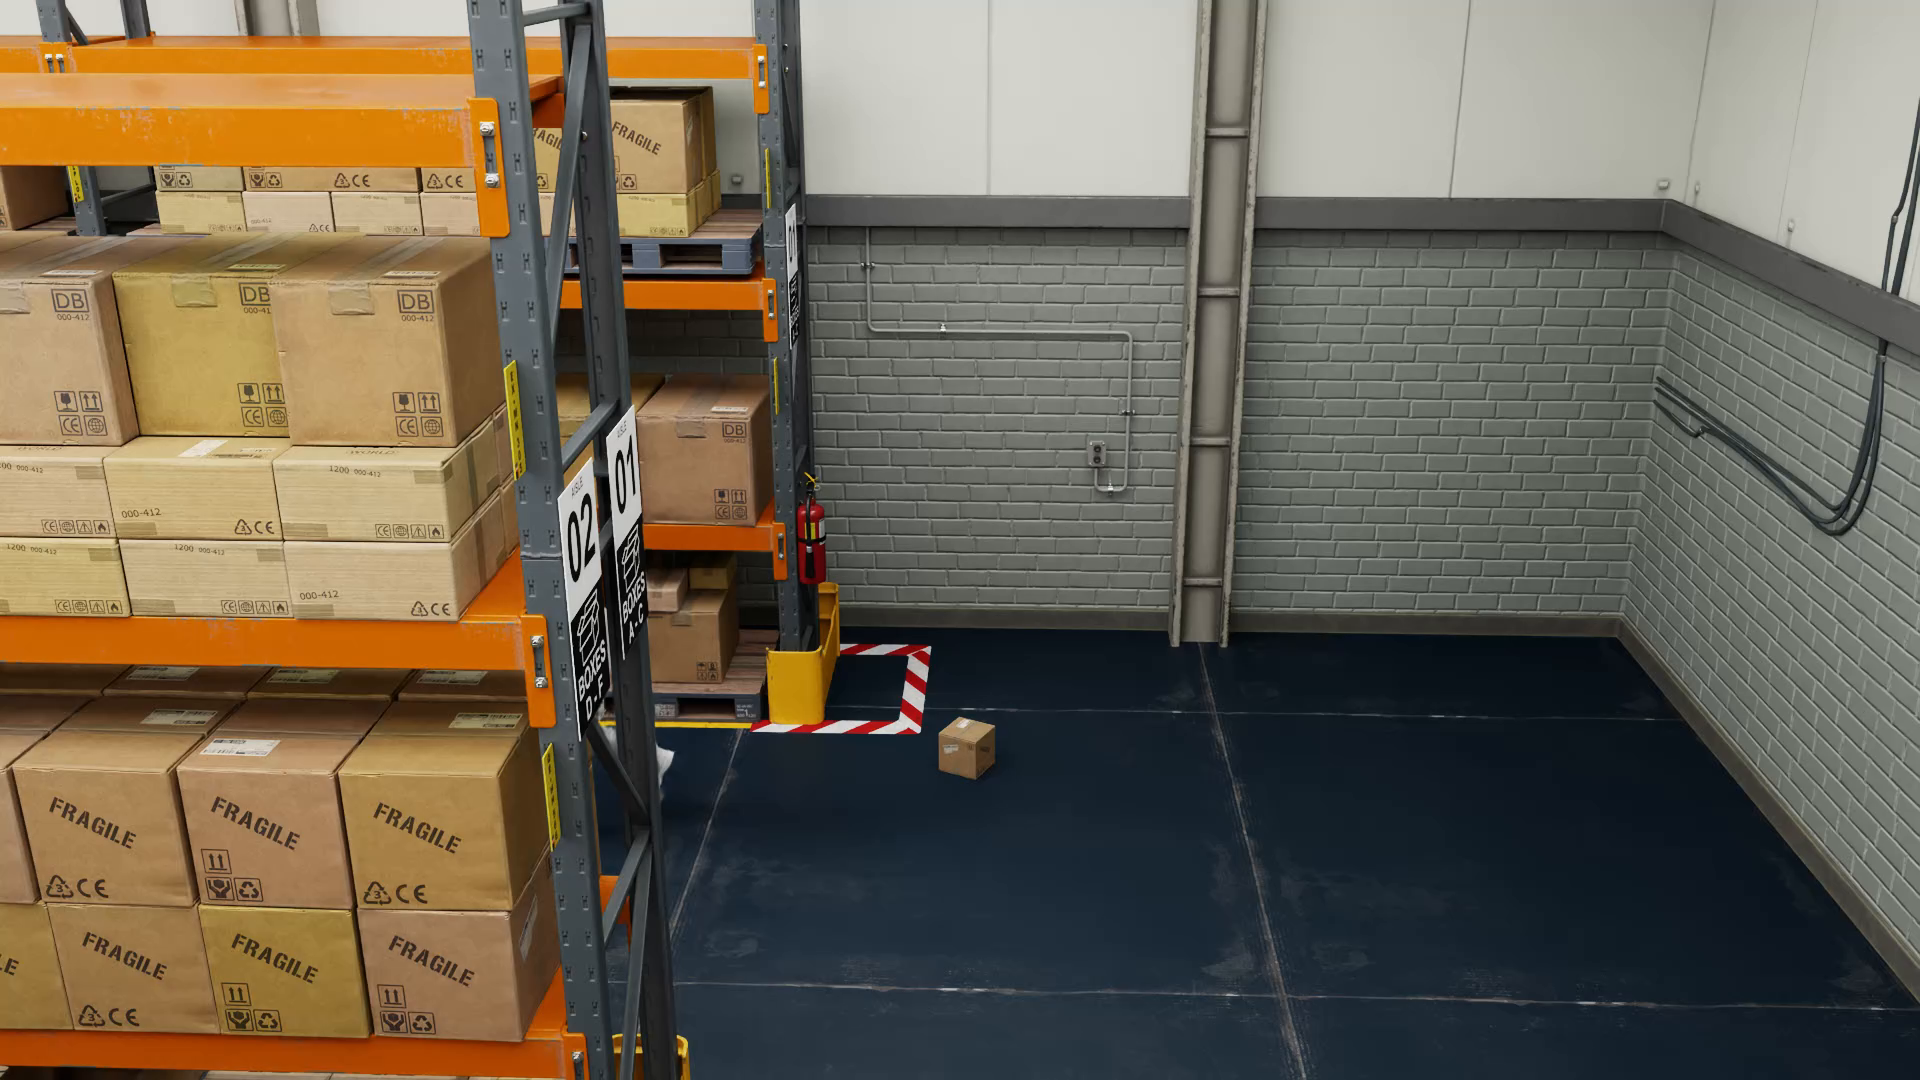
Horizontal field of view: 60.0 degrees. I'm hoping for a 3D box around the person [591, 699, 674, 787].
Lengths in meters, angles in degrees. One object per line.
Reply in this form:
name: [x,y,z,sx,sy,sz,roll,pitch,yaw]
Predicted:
person: [-2.052,0.754,9.071,0.893,1.746,0.629,-1,20,-2]
